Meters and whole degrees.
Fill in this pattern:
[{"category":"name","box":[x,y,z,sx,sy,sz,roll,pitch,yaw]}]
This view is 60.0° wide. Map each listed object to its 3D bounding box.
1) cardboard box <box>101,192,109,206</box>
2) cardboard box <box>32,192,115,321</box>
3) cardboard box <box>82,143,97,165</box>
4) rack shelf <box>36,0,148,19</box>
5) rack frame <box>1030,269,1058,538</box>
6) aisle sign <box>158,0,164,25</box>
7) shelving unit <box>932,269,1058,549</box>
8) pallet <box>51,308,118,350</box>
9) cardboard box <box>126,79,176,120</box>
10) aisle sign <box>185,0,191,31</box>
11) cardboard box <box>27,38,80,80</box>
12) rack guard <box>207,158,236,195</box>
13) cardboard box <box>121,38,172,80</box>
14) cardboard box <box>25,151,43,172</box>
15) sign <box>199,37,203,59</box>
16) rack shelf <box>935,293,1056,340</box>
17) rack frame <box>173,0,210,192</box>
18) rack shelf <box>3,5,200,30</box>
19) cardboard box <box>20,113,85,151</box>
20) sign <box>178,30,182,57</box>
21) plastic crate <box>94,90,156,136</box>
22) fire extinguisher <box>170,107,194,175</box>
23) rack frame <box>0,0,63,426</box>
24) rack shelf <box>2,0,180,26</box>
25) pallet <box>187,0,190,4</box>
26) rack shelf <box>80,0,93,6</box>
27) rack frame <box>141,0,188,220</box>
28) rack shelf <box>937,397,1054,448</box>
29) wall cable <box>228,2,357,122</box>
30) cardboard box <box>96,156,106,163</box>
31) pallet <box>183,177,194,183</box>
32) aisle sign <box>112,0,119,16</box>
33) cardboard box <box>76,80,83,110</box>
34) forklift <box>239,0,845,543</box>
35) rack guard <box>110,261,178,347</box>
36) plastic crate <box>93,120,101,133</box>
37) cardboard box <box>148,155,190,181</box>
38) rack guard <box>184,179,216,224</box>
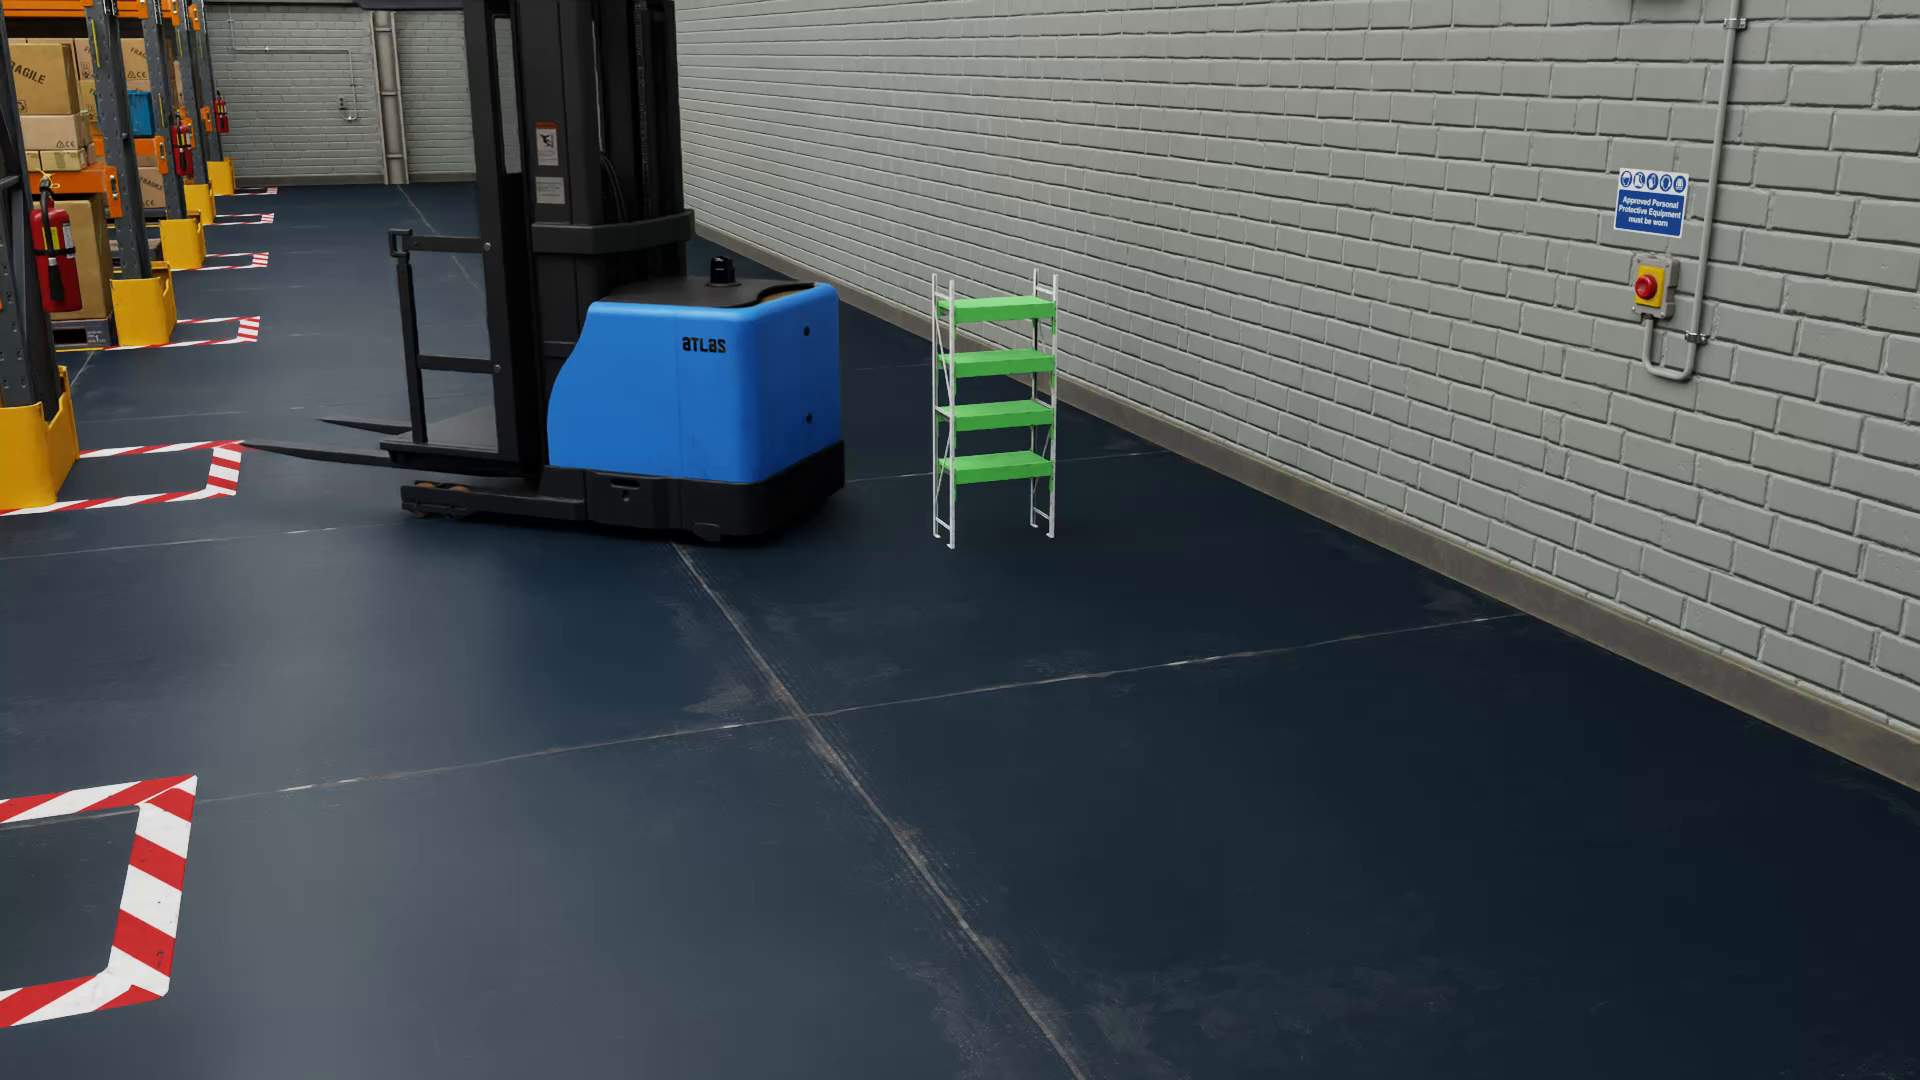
[{"category":"cardboard box","box":[-11.047,-4.533,21.810,0.500,0.250,0.500,-6,17,-20]},{"category":"cardboard box","box":[-6.998,-2.161,12.661,0.875,0.875,0.875,-6,17,-20]},{"category":"cardboard box","box":[-6.879,-2.996,12.921,0.250,0.149,0.380,-6,17,-19]},{"category":"rack shelf","box":[-10.069,-5.261,16.142,4.000,0.370,1.077,-6,17,-20]},{"category":"rack frame","box":[0.382,-0.617,7.570,0.015,1.200,0.240,-6,17,-20]},{"category":"aisle sign","box":[-8.241,-5.701,17.074,0.004,0.787,0.394,-6,17,-20]},{"category":"shelving unit","box":[0.155,-0.592,7.486,0.503,1.200,0.258,-6,17,-20]},{"category":"pallet","box":[-7.148,-1.626,12.760,1.213,0.211,1.003,-6,17,-20]},{"category":"cardboard box","box":[-10.291,-5.603,21.177,0.500,0.500,0.500,-6,17,-18]},{"category":"aisle sign","box":[-10.012,-7.003,21.509,0.004,0.787,0.394,-6,17,-20]},{"category":"cardboard box","box":[-11.242,-5.978,20.678,0.500,0.500,0.500,-6,17,-19]},{"category":"rack guard","box":[-11.724,-5.778,26.386,0.348,0.500,1.175,-6,17,-20]},{"category":"cardboard box","box":[-10.288,-6.082,21.035,0.500,0.500,0.500,-6,18,-21]},{"category":"cardboard box","box":[-6.886,-2.795,12.239,0.250,0.149,0.380,-6,17,-20]},{"category":"sign","box":[-11.565,-7.500,25.338,0.005,0.325,0.100,-6,17,-20]},{"category":"rack shelf","box":[0.155,-0.992,7.369,0.480,0.148,0.258,-6,17,-20]},{"category":"rack frame","box":[-9.970,-5.672,21.589,0.127,3.000,1.000,-6,17,-20]},{"category":"rack shelf","box":[-13.614,-7.867,25.018,4.000,0.370,1.077,-6,17,-20]},{"category":"cardboard box","box":[-6.787,-3.017,12.287,0.500,0.250,0.500,-6,18,-21]},{"category":"sign","box":[-9.791,-6.231,20.877,0.005,0.325,0.100,-6,17,-20]},{"category":"plastic crate","box":[-8.447,-4.331,16.854,0.499,0.435,0.616,-6,17,-20]},{"category":"fire extinguisher","box":[-7.898,-4.048,16.858,0.183,0.674,0.296,-6,17,-20]},{"category":"rack frame","box":[-4.749,-1.750,8.233,0.127,3.000,1.000,-6,17,-20]},{"category":"rack shelf","box":[-11.838,-6.564,20.581,4.000,0.370,1.077,-6,17,-20]},{"category":"pallet","box":[-12.435,-8.294,25.352,1.213,0.211,1.003,-6,17,-20]},{"category":"rack shelf","box":[-8.297,-3.957,11.704,4.000,0.370,1.077,-6,17,-20]},{"category":"rack frame","box":[-8.201,-4.368,17.150,0.127,3.000,1.000,-6,17,-20]},{"category":"rack shelf","box":[0.155,-0.531,7.504,0.480,0.148,0.258,-6,17,-20]},{"category":"wall cable","box":[-10.889,-7.840,27.170,1.851,1.984,0.084,-6,17,-20]},{"category":"cardboard box","box":[-13.301,-5.779,25.644,0.500,0.500,0.700,-7,18,-22]},{"category":"pallet","box":[-12.465,-5.536,26.074,1.213,0.211,1.003,-6,17,-20]},{"category":"aisle sign","box":[-6.469,-4.399,12.639,0.004,0.787,0.394,-6,17,-20]},{"category":"cardboard box","box":[-11.242,-5.501,20.829,0.500,0.500,0.500,-6,17,-20]},{"category":"forklift","box":[-2.145,-1.629,7.944,3.031,2.935,1.130,6,17,19]},{"category":"rack guard","box":[-6.407,-1.868,13.072,0.348,0.500,1.175,-6,17,-20]},{"category":"plastic crate","box":[-8.879,-4.322,17.352,0.298,0.136,0.250,-6,17,-20]},{"category":"cardboard box","box":[-12.364,-5.880,25.989,0.500,0.500,0.700,-6,17,-20]},{"category":"rack guard","box":[-10.041,-4.465,21.915,0.348,0.500,1.175,-6,17,-20]}]
